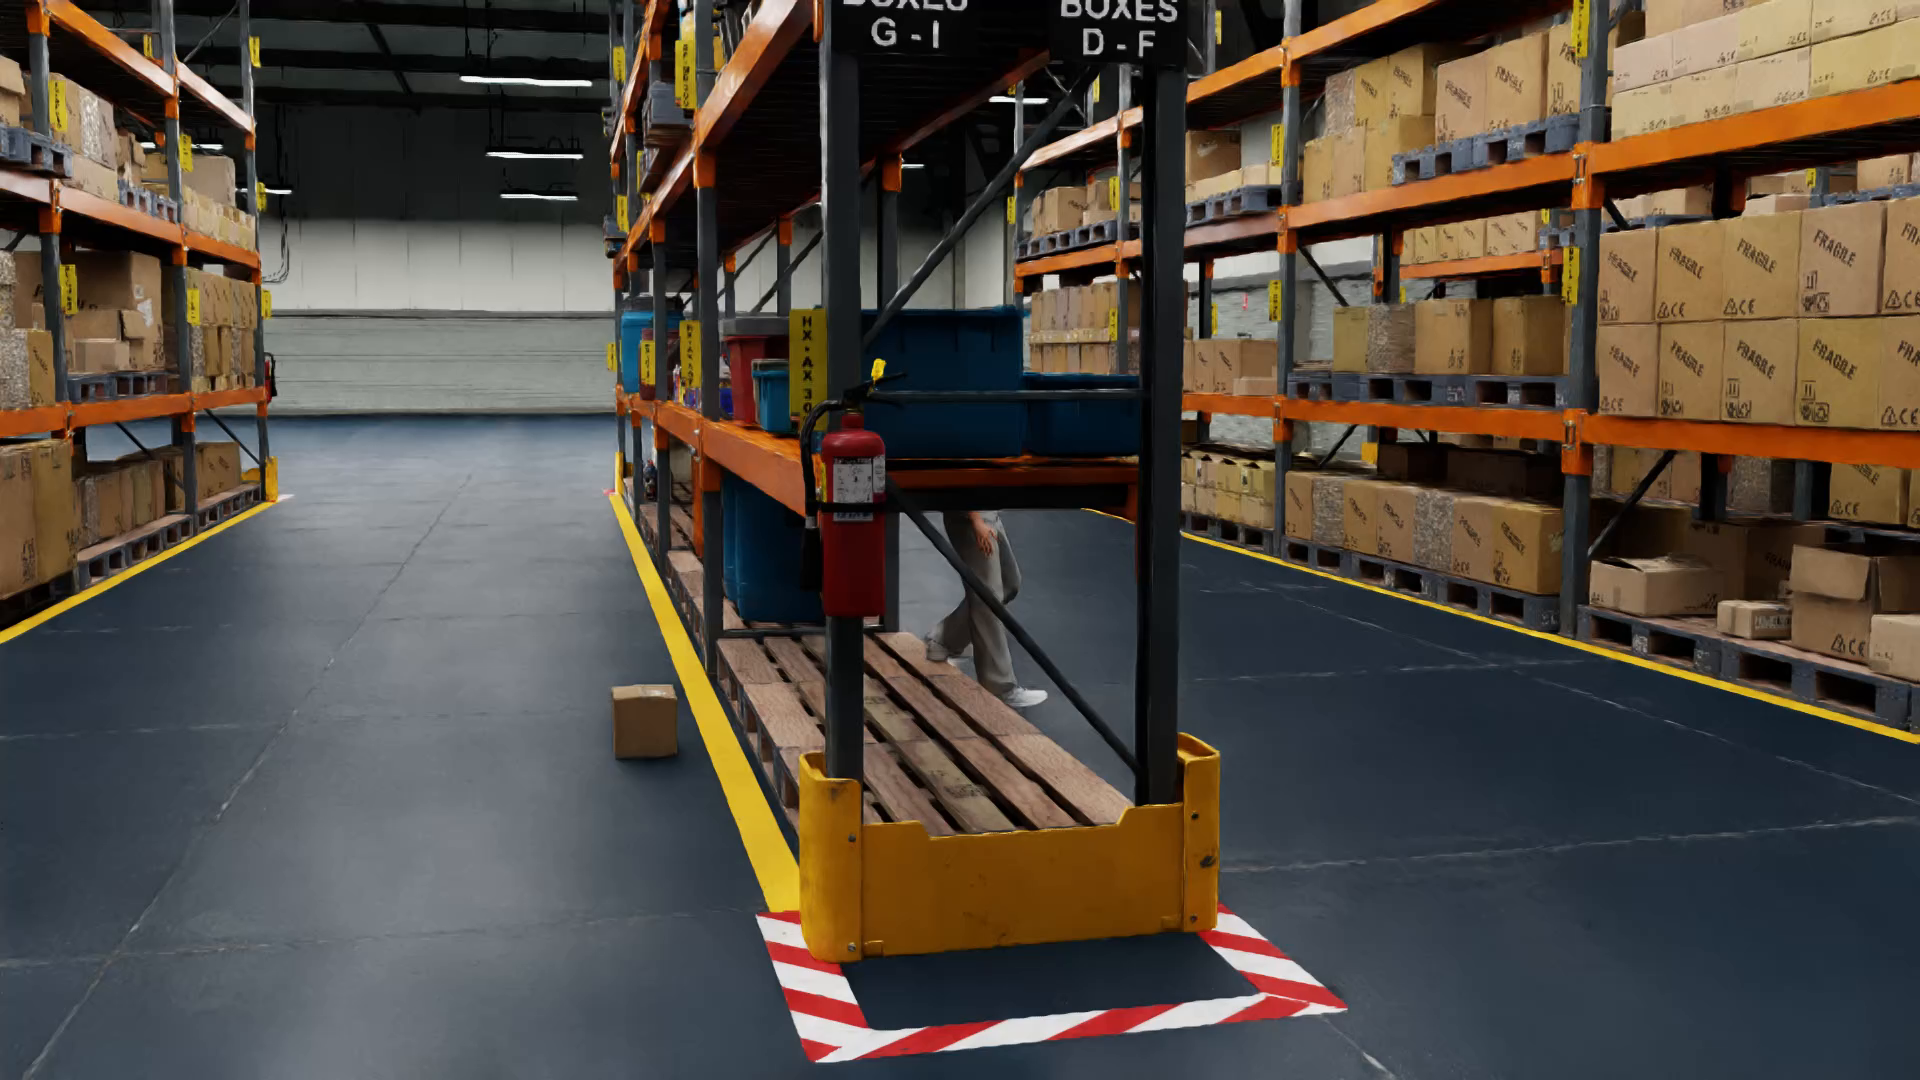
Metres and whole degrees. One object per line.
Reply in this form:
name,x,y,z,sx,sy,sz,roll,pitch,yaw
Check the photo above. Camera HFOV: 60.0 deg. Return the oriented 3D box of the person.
person,0.116,-0.071,7.614,0.572,1.656,0.567,0,6,2
